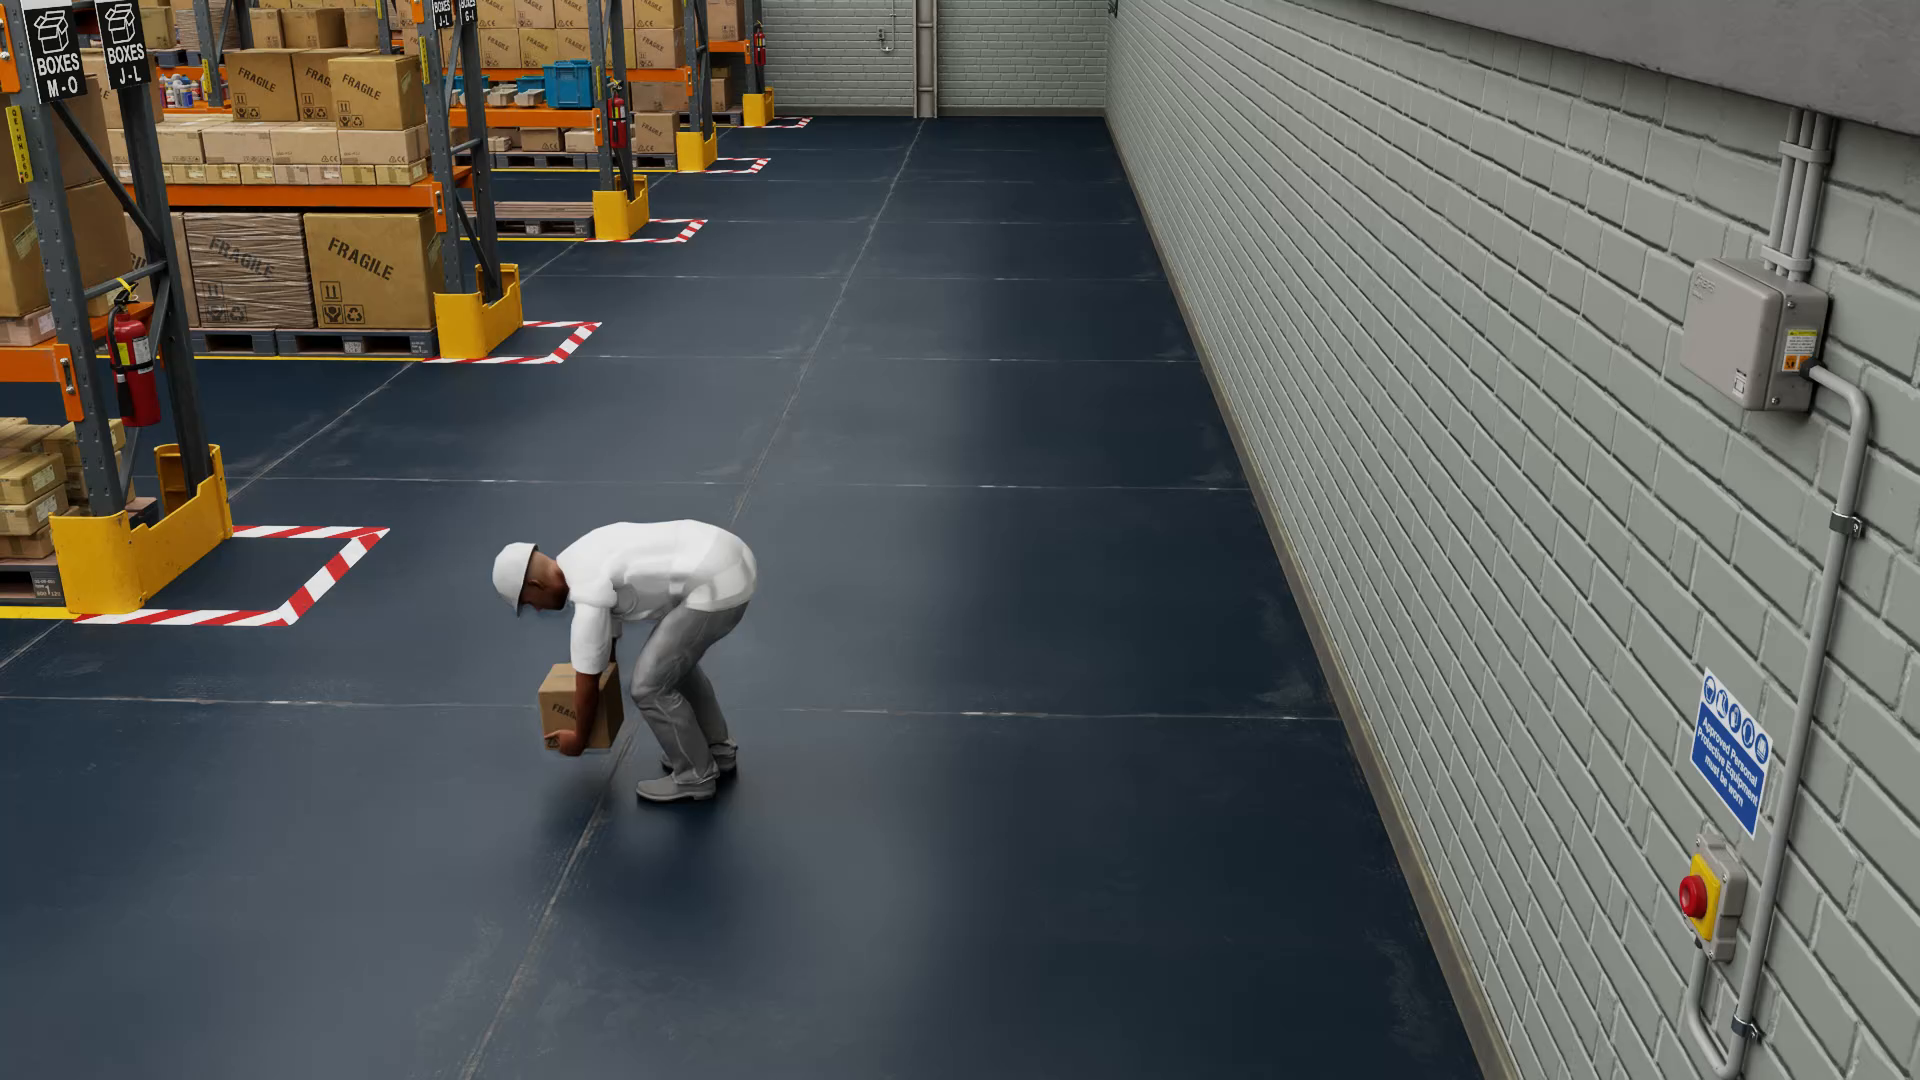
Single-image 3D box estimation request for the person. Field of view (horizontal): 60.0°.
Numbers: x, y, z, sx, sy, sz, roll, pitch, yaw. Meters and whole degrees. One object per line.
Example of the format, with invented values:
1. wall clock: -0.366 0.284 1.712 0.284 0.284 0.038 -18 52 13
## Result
1. person: -1.249 0.454 6.329 0.982 1.065 0.491 0 21 -1
